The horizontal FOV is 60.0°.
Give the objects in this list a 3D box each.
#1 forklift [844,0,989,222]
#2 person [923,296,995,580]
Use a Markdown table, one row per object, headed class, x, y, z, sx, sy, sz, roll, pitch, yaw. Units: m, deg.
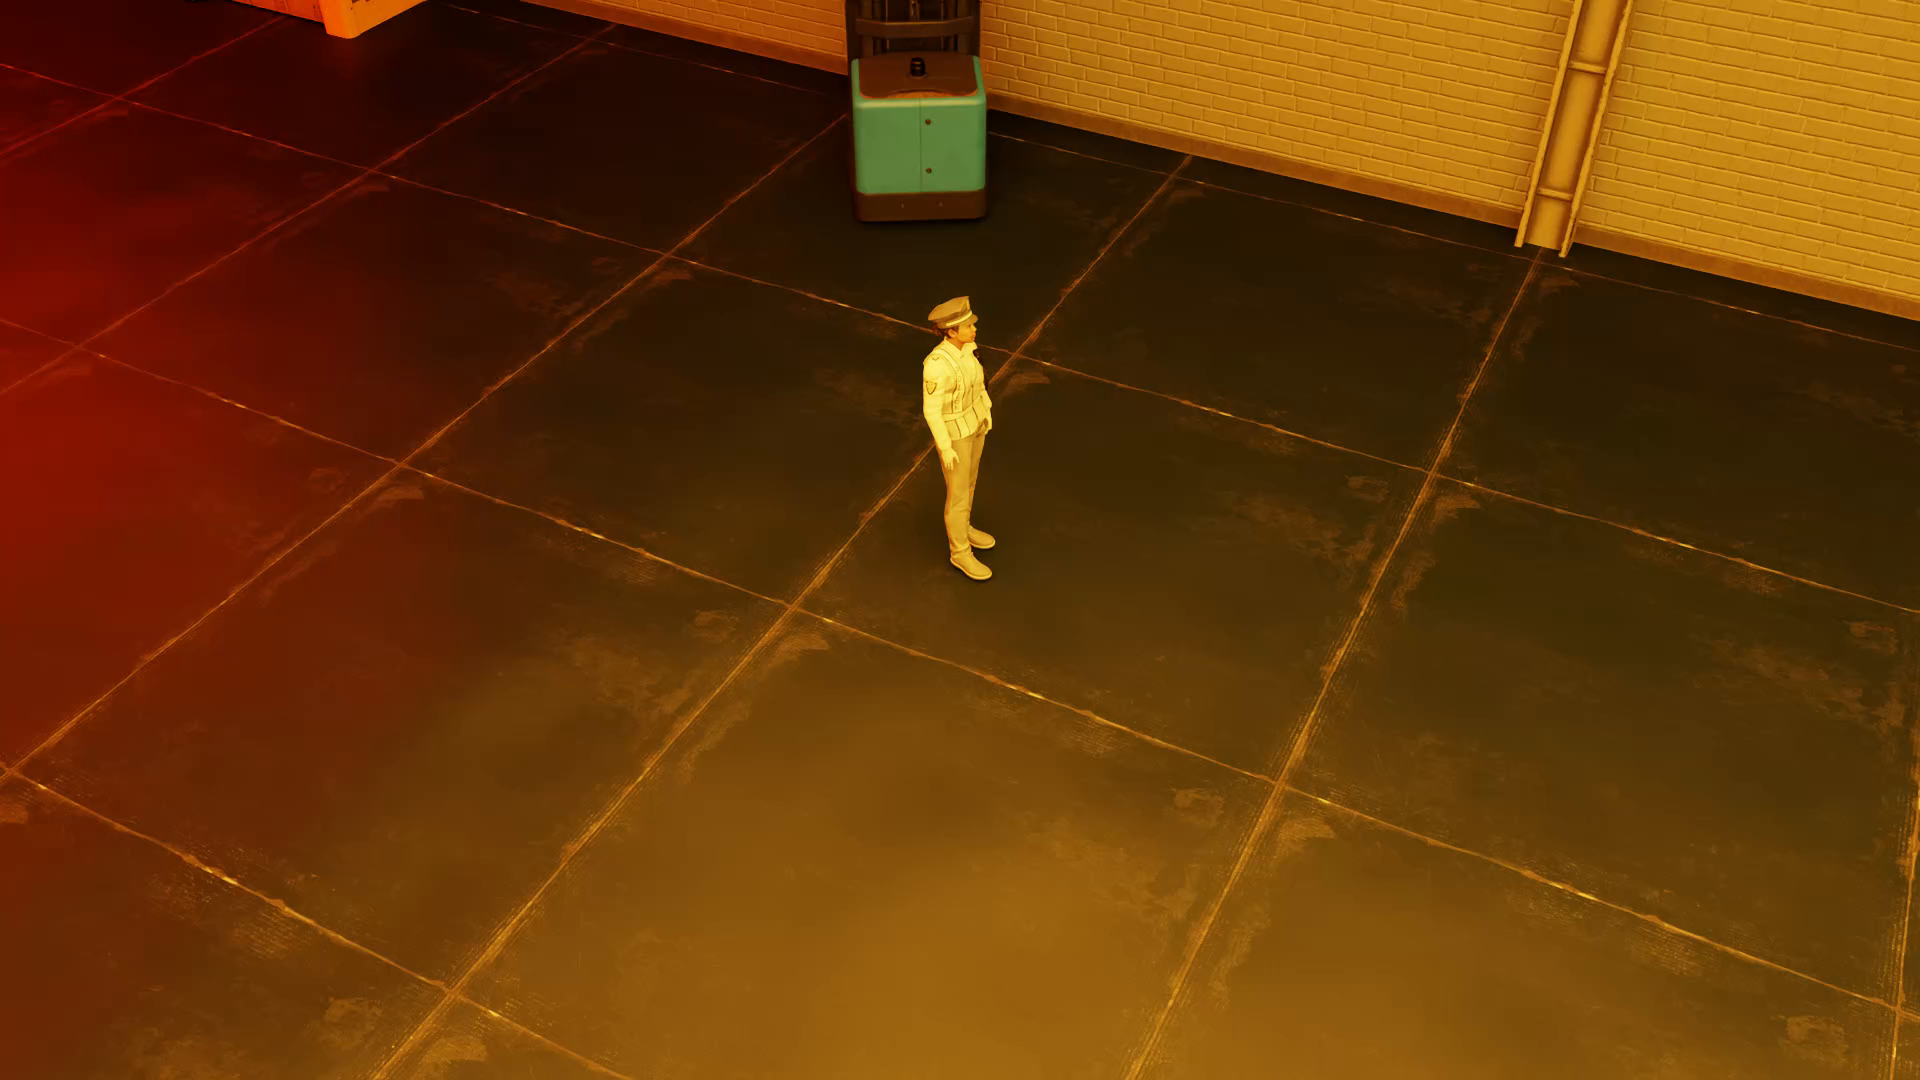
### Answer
| class | x | y | z | sx | sy | sz | roll | pitch | yaw |
| --- | --- | --- | --- | --- | --- | --- | --- | --- | --- |
| forklift | -0.396 | -4.570 | 13.412 | 1.130 | 2.935 | 3.031 | -2 | 40 | -3 |
| person | 0.058 | -0.630 | 9.683 | 0.531 | 1.695 | 0.588 | 18 | 43 | 21 |
